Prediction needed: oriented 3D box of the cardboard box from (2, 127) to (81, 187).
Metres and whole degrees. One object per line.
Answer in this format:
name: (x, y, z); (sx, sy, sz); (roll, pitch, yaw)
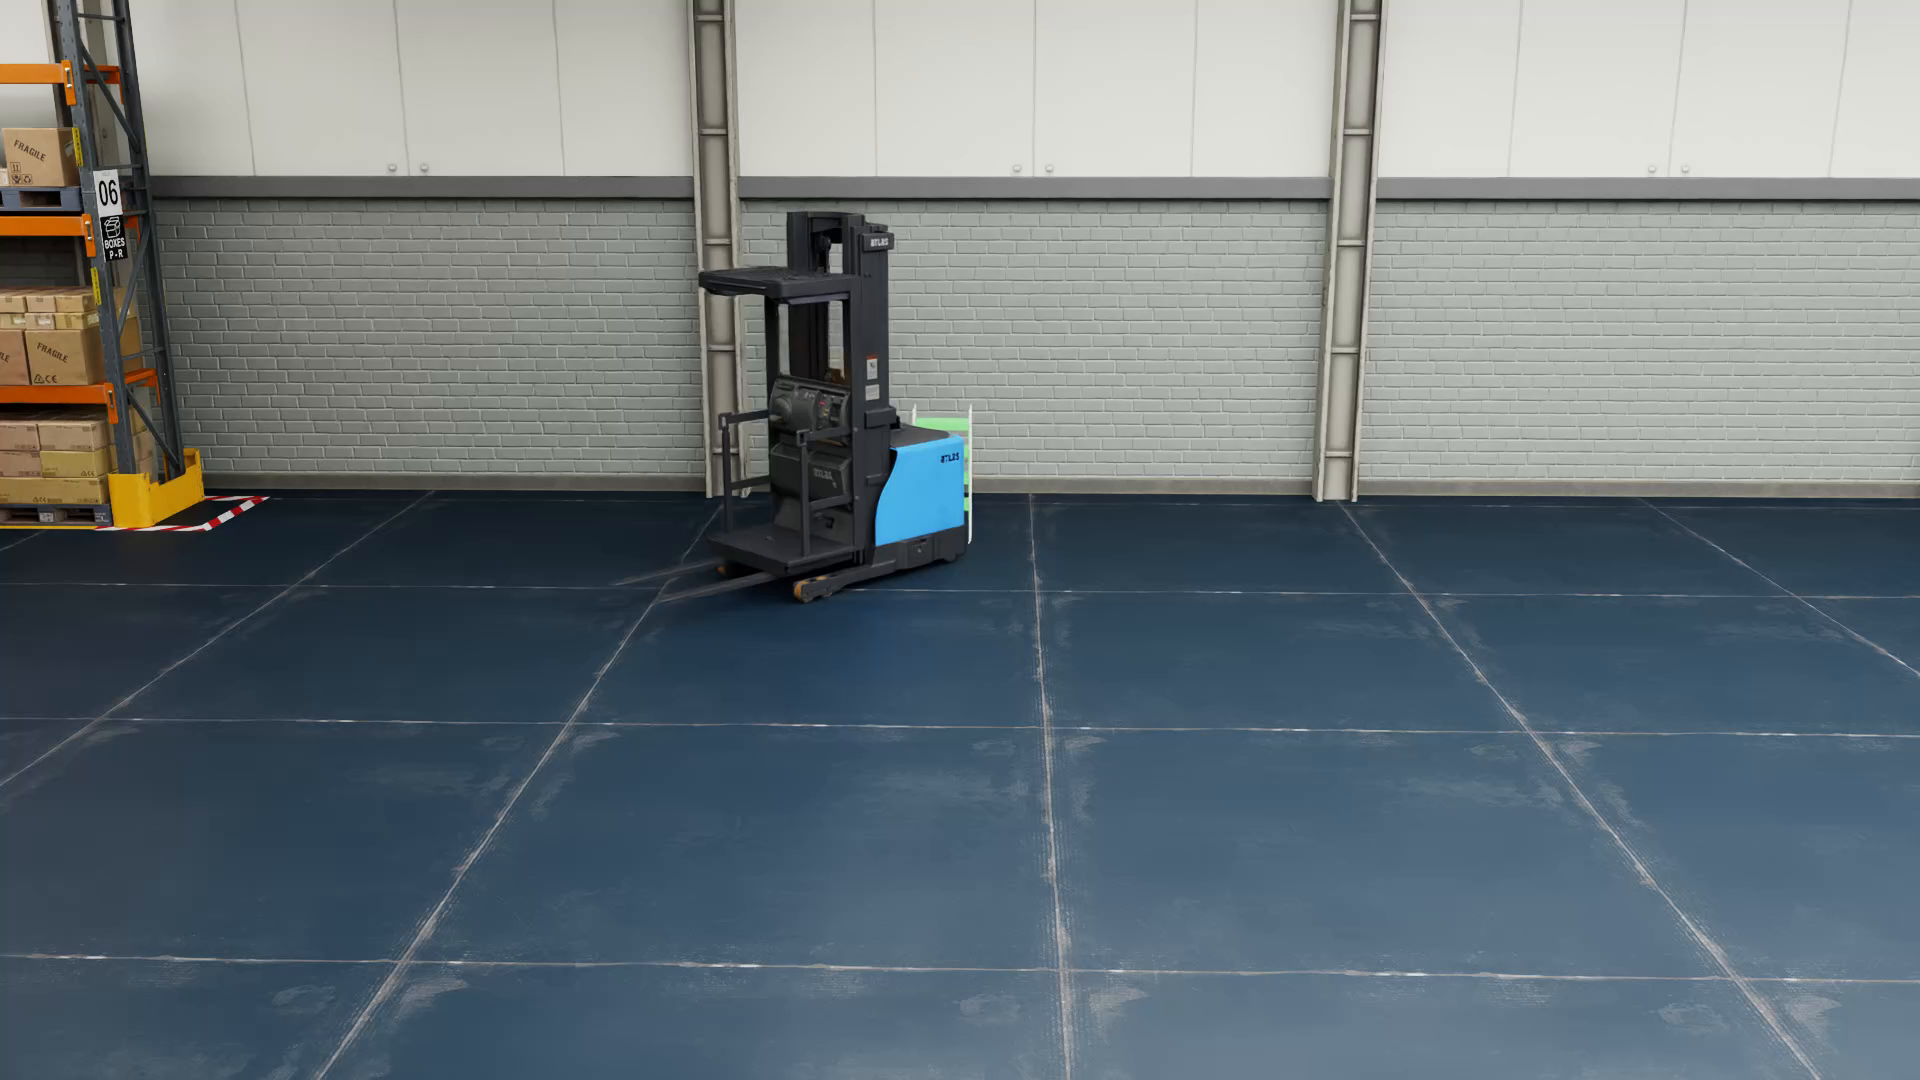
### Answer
cardboard box: (-8.079, -3.402, 14.761); (0.500, 0.500, 0.500); (1, 15, 3)

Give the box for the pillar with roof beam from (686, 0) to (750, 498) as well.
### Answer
pillar with roof beam: (-2.415, -3.710, 11.261); (0.400, 9.000, 9.100); (0, 15, 1)

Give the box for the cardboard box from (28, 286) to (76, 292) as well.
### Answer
cardboard box: (-8.486, -2.282, 15.561); (0.250, 0.149, 0.380); (1, 15, 2)

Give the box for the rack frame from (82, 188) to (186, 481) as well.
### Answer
rack frame: (-7.630, -1.712, 15.447); (0.127, 3.000, 1.000); (0, 15, 1)

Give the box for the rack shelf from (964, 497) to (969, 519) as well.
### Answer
rack shelf: (-0.152, -0.290, 14.777); (0.480, 0.148, 0.258); (0, 15, 2)

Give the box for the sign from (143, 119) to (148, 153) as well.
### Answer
sign: (-7.610, -3.764, 15.480); (0.005, 0.325, 0.100); (0, 15, 1)

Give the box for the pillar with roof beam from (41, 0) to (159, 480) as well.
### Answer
pillar with roof beam: (-8.413, -3.749, 11.409); (0.400, 9.000, 9.100); (0, 15, 1)

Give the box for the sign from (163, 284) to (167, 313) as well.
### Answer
sign: (-7.610, -2.310, 15.863); (0.005, 0.325, 0.100); (0, 15, 1)

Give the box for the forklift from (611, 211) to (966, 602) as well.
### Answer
forklift: (-1.358, -1.079, 13.185); (3.031, 2.935, 1.130); (-14, 20, -42)

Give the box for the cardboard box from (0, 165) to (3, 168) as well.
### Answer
cardboard box: (-8.720, -3.278, 14.749); (0.258, 0.266, 0.396); (0, 15, 2)

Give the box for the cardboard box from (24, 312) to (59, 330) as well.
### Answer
cardboard box: (-8.240, -1.998, 15.067); (0.250, 0.149, 0.380); (1, 15, 2)

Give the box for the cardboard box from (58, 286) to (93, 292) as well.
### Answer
cardboard box: (-8.225, -2.292, 15.596); (0.250, 0.149, 0.380); (1, 15, 3)

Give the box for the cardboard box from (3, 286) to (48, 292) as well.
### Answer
cardboard box: (-8.733, -2.288, 15.581); (0.250, 0.149, 0.380); (0, 15, 2)

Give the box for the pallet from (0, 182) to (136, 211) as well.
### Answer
pallet: (-8.336, -3.130, 15.119); (1.213, 0.211, 1.003); (0, 15, 1)

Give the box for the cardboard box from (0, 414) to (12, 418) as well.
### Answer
cardboard box: (-9.114, -0.995, 15.337); (0.500, 0.250, 0.500); (1, 15, 2)

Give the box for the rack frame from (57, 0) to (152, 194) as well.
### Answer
rack frame: (-7.630, -4.612, 14.682); (0.127, 3.000, 1.000); (0, 15, 1)

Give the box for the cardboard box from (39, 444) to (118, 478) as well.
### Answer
cardboard box: (-8.125, -0.750, 15.391); (0.500, 0.250, 0.500); (0, 15, 1)

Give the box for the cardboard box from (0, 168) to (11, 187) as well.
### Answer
cardboard box: (-8.466, -3.220, 14.757); (0.250, 0.149, 0.380); (0, 15, 0)

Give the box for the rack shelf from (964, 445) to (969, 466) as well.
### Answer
rack shelf: (-0.153, -0.754, 14.654); (0.480, 0.148, 0.258); (0, 15, 2)

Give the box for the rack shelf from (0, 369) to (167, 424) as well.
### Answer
rack shelf: (-9.630, -1.377, 15.589); (4.000, 0.370, 1.077); (0, 15, 1)

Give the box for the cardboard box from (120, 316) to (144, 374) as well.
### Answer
cardboard box: (-8.118, -1.834, 15.715); (0.500, 0.500, 0.500); (1, 15, 3)

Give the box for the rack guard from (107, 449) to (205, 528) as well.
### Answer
rack guard: (-7.606, -0.503, 15.766); (0.348, 0.500, 1.175); (0, 15, 1)

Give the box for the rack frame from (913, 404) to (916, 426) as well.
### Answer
rack frame: (-0.396, -0.586, 14.708); (0.015, 1.200, 0.240); (0, 15, 2)

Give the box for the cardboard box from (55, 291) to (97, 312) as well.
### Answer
cardboard box: (-7.994, -2.166, 15.119); (0.250, 0.149, 0.380); (0, 15, 2)

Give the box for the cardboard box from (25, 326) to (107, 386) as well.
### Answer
cardboard box: (-8.129, -1.696, 15.193); (0.500, 0.500, 0.500); (0, 15, 0)

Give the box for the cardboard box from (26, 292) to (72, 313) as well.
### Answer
cardboard box: (-8.241, -2.160, 15.095); (0.250, 0.149, 0.380); (0, 15, 2)

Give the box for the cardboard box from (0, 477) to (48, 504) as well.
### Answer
cardboard box: (-8.605, -0.513, 15.472); (0.500, 0.250, 0.500); (0, 15, 1)

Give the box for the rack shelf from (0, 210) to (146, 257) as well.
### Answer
rack shelf: (-9.630, -2.827, 15.206); (4.000, 0.370, 1.077); (0, 15, 1)

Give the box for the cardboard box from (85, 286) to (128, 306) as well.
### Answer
cardboard box: (-7.961, -2.274, 15.529); (0.250, 0.149, 0.380); (0, 15, 0)

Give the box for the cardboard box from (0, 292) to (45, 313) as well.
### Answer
cardboard box: (-8.503, -2.154, 15.075); (0.250, 0.149, 0.380); (1, 15, 3)

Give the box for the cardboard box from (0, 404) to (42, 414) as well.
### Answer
cardboard box: (-9.105, -1.128, 15.843); (0.500, 0.250, 0.500); (0, 15, 1)

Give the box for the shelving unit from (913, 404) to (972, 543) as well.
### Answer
shelving unit: (-0.153, -0.584, 14.699); (0.503, 1.200, 0.258); (0, 15, 2)

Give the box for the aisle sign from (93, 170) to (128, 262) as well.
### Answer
aisle sign: (-7.572, -2.893, 14.830); (0.004, 0.787, 0.394); (0, 15, 1)

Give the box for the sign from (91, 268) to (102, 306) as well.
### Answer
sign: (-7.658, -2.248, 14.745); (0.005, 0.325, 0.100); (0, 15, 1)

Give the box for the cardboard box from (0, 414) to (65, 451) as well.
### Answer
cardboard box: (-8.609, -0.994, 15.334); (0.500, 0.250, 0.500); (1, 15, 2)

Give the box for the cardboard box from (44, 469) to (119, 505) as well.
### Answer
cardboard box: (-8.108, -0.508, 15.451); (0.500, 0.250, 0.500); (0, 15, 2)

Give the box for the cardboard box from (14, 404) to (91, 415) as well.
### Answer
cardboard box: (-8.606, -1.122, 15.821); (0.500, 0.250, 0.500); (0, 15, 2)

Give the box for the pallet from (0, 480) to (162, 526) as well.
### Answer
pallet: (-8.396, -0.358, 15.782); (1.213, 0.211, 1.003); (0, 15, 1)

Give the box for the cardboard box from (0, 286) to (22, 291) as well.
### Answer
cardboard box: (-8.997, -2.283, 15.564); (0.250, 0.149, 0.380); (1, 15, 3)

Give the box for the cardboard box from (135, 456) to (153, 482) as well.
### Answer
cardboard box: (-8.116, -0.638, 15.946); (0.500, 0.250, 0.500); (0, 15, 2)

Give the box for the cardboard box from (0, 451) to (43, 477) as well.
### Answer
cardboard box: (-8.626, -0.756, 15.414); (0.500, 0.250, 0.500); (0, 15, 1)

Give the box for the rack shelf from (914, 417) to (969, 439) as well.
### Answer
rack shelf: (-0.153, -0.986, 14.592); (0.480, 0.148, 0.258); (0, 15, 2)

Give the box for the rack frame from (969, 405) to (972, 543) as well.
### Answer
rack frame: (0.091, -0.582, 14.690); (0.015, 1.200, 0.240); (0, 15, 2)

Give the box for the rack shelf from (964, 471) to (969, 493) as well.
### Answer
rack shelf: (-0.153, -0.522, 14.715); (0.480, 0.148, 0.258); (0, 15, 2)

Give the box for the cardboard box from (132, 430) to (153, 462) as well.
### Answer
cardboard box: (-8.095, -0.883, 15.893); (0.500, 0.250, 0.500); (1, 15, 2)

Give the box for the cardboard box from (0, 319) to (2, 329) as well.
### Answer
cardboard box: (-8.746, -2.020, 15.150); (0.250, 0.149, 0.380); (0, 15, 1)

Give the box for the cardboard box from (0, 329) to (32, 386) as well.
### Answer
cardboard box: (-8.647, -1.702, 15.215); (0.500, 0.500, 0.500); (1, 15, 3)

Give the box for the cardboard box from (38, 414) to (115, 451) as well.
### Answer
cardboard box: (-8.099, -0.992, 15.327); (0.500, 0.250, 0.500); (1, 15, 3)

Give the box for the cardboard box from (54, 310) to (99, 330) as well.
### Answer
cardboard box: (-7.984, -2.004, 15.090); (0.250, 0.149, 0.380); (1, 15, 2)

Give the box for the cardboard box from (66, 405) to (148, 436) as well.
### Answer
cardboard box: (-8.106, -1.120, 15.812); (0.500, 0.250, 0.500); (0, 15, 1)

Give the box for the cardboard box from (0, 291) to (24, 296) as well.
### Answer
cardboard box: (-8.750, -2.175, 15.154); (0.250, 0.149, 0.380); (0, 15, 2)

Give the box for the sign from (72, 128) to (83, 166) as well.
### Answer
sign: (-7.658, -3.414, 14.438); (0.005, 0.325, 0.100); (0, 15, 1)

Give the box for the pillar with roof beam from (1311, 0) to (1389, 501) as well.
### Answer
pillar with roof beam: (3.583, -3.671, 11.113); (0.400, 9.000, 9.100); (0, 15, 1)

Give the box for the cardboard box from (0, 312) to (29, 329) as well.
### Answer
cardboard box: (-8.498, -2.016, 15.133); (0.250, 0.149, 0.380); (1, 15, 2)

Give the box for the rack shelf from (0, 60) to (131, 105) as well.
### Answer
rack shelf: (-9.630, -4.084, 14.874); (4.000, 0.370, 1.077); (0, 15, 1)

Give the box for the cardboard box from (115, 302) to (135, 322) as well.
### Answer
cardboard box: (-7.963, -2.142, 15.611); (0.250, 0.149, 0.380); (0, 15, 0)
